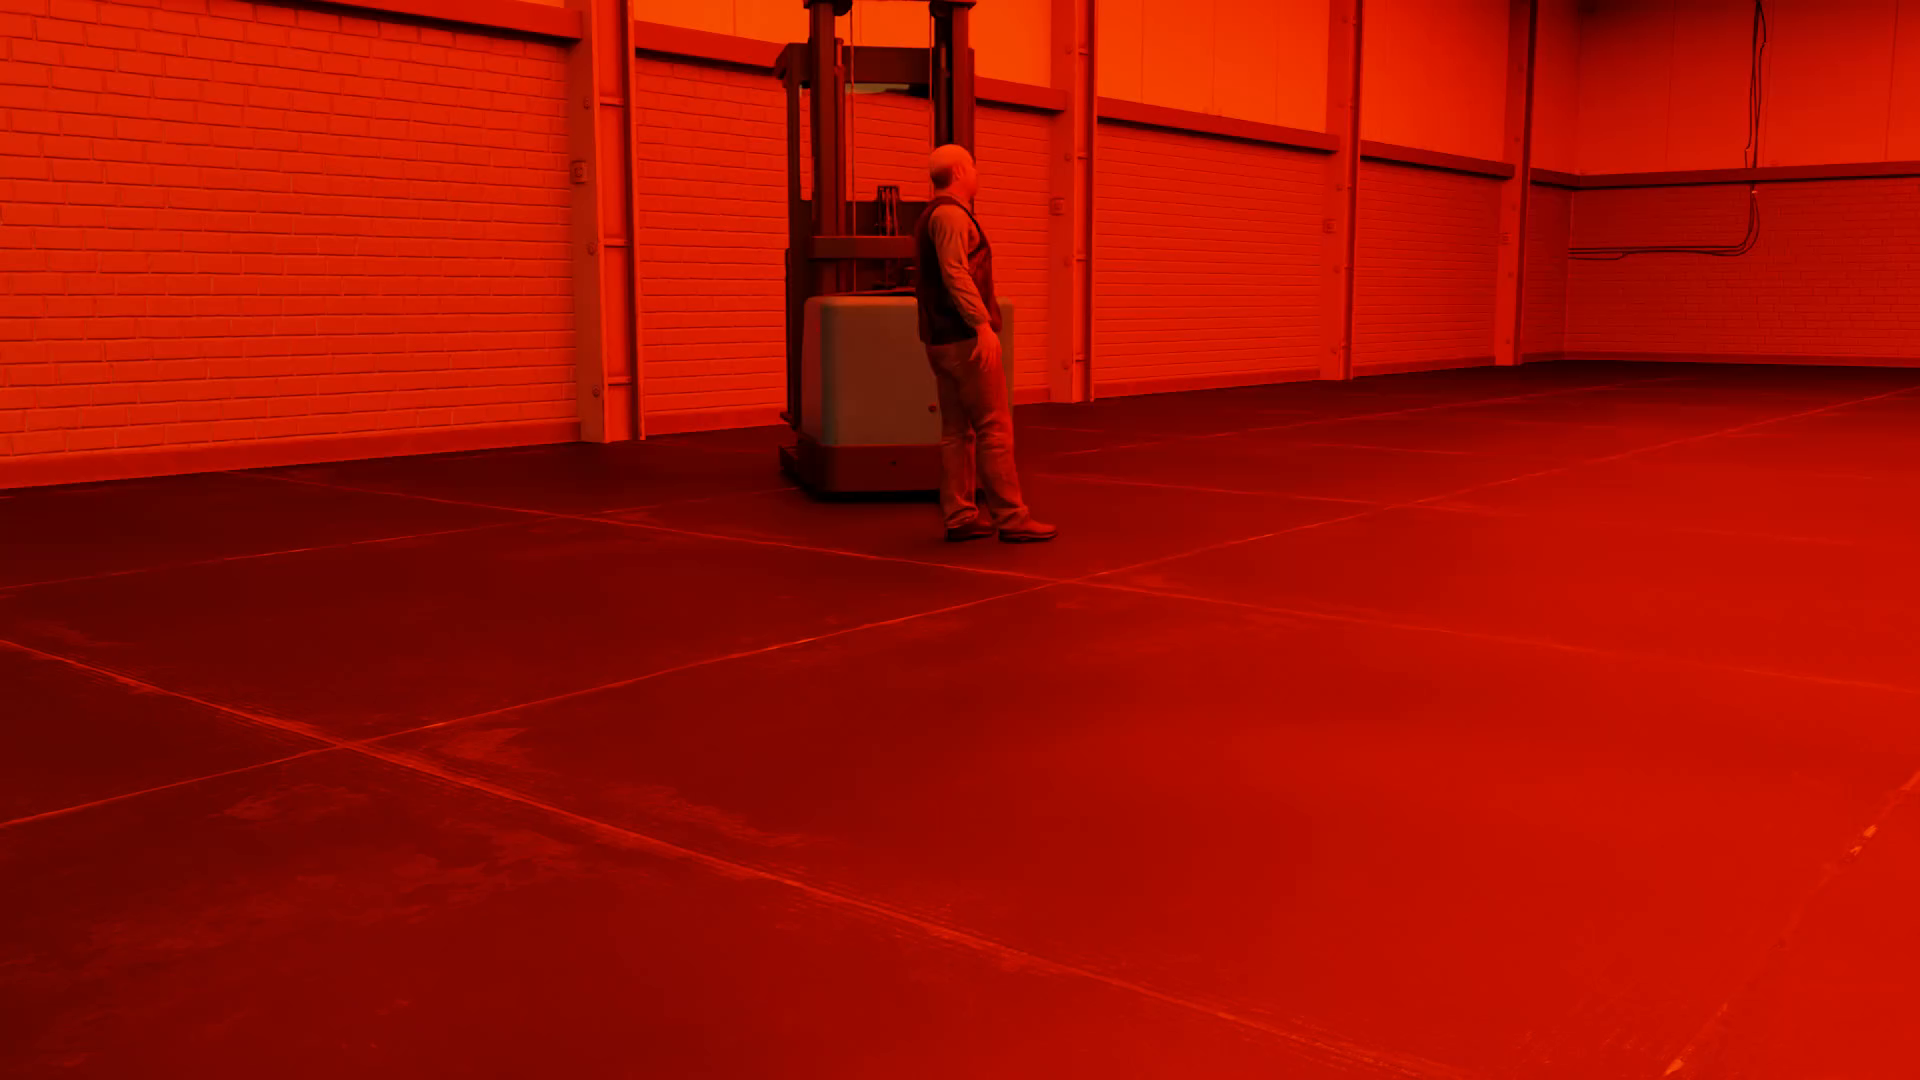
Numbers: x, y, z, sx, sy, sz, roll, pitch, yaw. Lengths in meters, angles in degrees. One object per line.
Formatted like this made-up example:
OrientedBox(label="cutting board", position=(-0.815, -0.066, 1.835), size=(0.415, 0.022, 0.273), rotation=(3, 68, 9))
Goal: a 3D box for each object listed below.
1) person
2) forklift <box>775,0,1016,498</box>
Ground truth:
OrientedBox(label="person", position=(0.120, -0.855, 7.302), size=(0.639, 1.723, 0.631), rotation=(-2, 9, -13))
OrientedBox(label="forklift", position=(-0.507, -1.853, 9.944), size=(1.130, 2.935, 3.031), rotation=(-2, 9, -12))
